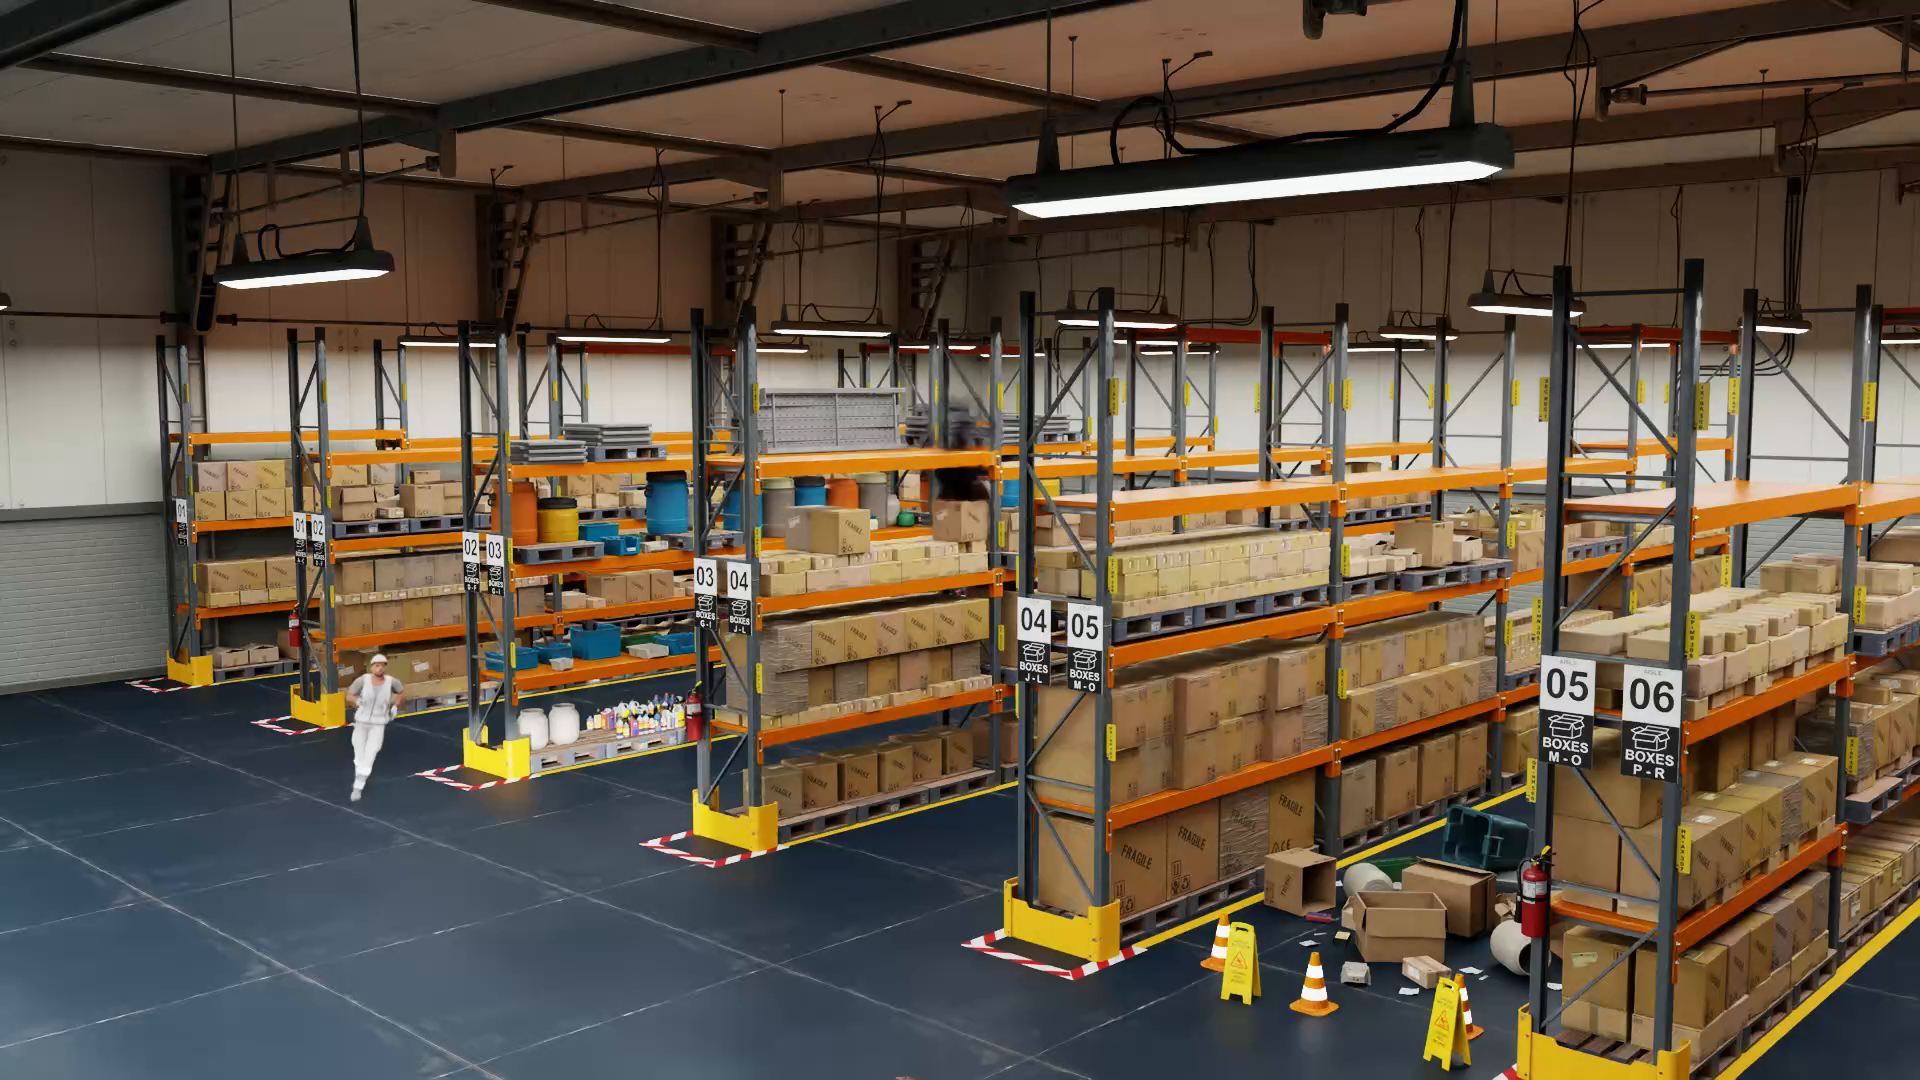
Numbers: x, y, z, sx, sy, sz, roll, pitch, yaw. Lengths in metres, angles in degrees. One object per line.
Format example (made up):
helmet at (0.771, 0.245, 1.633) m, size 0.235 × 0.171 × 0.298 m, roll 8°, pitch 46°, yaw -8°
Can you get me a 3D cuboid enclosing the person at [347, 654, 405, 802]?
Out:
person at (-7.367, 2.316, 20.941) m, size 0.668 × 1.787 × 0.855 m, roll -1°, pitch 5°, yaw -10°
